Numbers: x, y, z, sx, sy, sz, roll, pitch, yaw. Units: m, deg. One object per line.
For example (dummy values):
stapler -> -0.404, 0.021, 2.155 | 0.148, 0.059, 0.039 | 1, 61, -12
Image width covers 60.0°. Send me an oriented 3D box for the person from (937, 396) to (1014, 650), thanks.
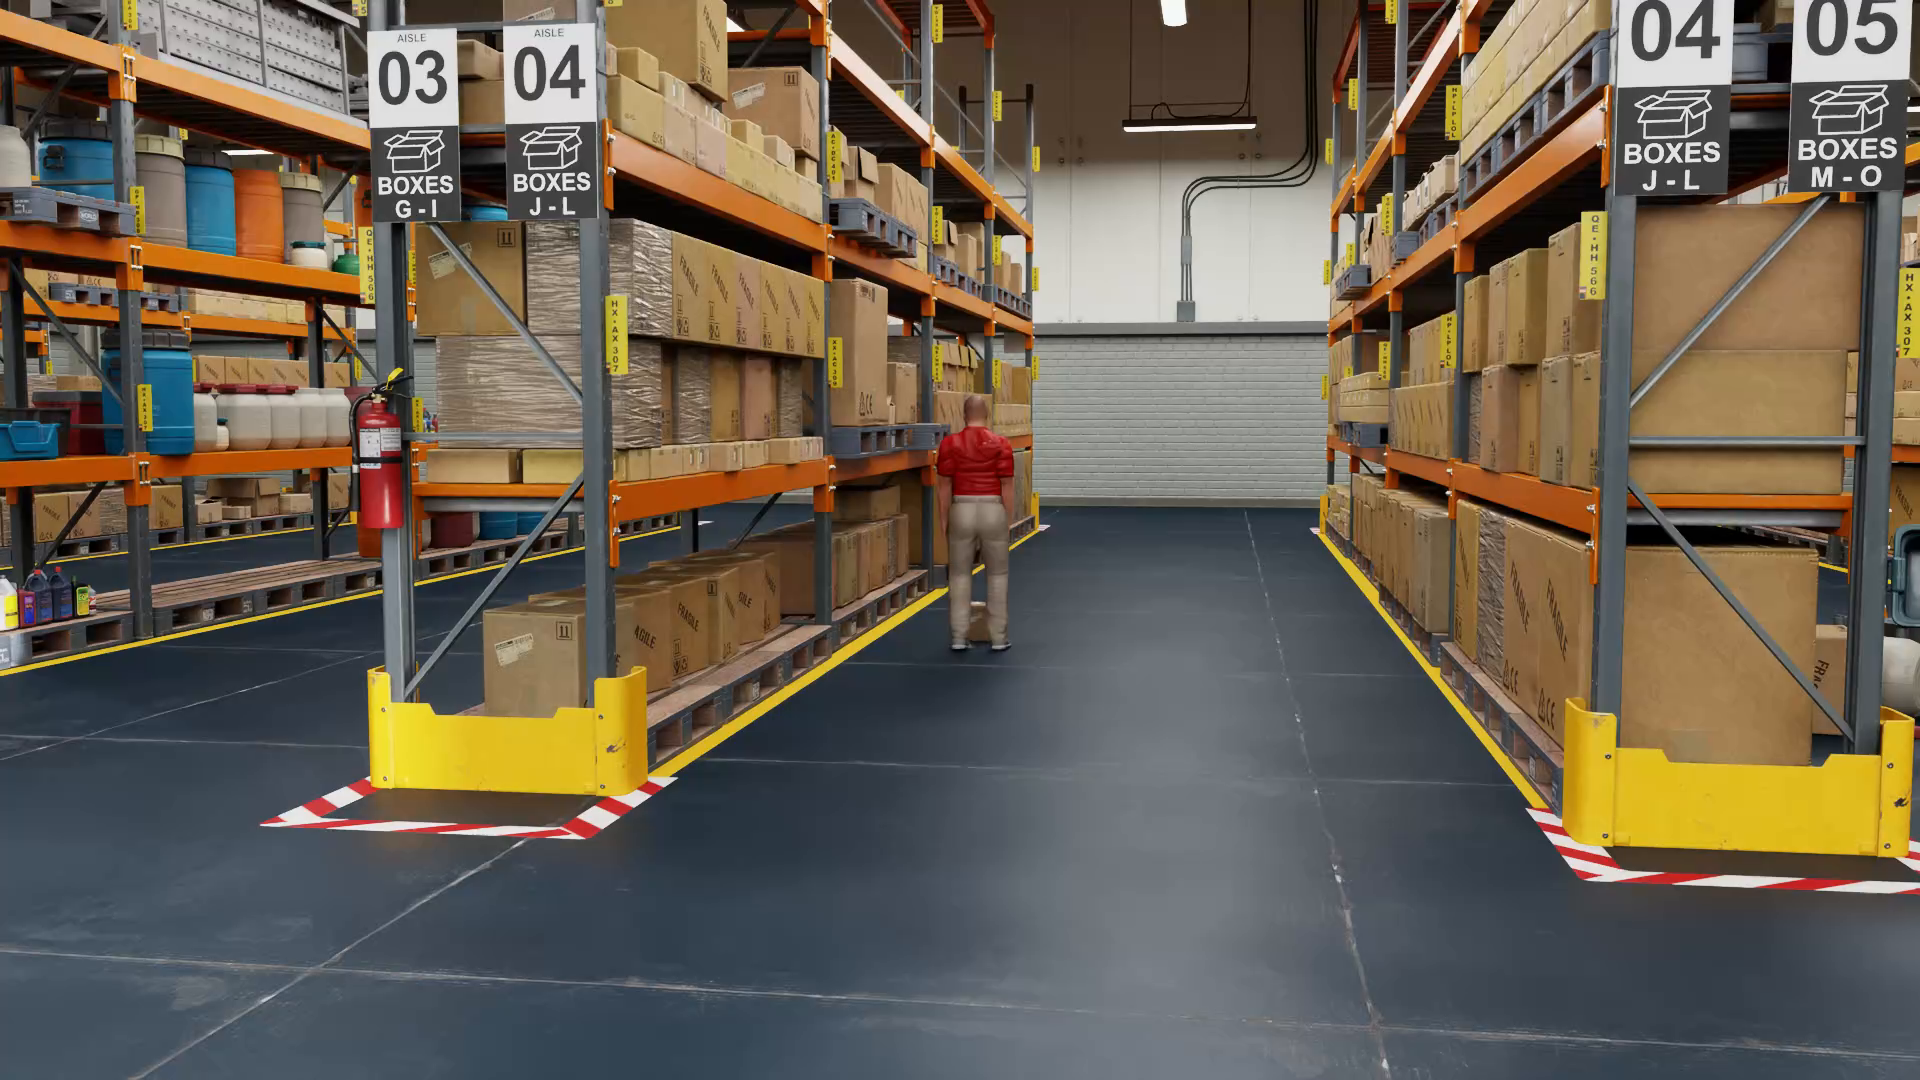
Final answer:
person -> 0.110, -0.115, 11.311 | 0.528, 1.724, 0.360 | 0, 4, 6
